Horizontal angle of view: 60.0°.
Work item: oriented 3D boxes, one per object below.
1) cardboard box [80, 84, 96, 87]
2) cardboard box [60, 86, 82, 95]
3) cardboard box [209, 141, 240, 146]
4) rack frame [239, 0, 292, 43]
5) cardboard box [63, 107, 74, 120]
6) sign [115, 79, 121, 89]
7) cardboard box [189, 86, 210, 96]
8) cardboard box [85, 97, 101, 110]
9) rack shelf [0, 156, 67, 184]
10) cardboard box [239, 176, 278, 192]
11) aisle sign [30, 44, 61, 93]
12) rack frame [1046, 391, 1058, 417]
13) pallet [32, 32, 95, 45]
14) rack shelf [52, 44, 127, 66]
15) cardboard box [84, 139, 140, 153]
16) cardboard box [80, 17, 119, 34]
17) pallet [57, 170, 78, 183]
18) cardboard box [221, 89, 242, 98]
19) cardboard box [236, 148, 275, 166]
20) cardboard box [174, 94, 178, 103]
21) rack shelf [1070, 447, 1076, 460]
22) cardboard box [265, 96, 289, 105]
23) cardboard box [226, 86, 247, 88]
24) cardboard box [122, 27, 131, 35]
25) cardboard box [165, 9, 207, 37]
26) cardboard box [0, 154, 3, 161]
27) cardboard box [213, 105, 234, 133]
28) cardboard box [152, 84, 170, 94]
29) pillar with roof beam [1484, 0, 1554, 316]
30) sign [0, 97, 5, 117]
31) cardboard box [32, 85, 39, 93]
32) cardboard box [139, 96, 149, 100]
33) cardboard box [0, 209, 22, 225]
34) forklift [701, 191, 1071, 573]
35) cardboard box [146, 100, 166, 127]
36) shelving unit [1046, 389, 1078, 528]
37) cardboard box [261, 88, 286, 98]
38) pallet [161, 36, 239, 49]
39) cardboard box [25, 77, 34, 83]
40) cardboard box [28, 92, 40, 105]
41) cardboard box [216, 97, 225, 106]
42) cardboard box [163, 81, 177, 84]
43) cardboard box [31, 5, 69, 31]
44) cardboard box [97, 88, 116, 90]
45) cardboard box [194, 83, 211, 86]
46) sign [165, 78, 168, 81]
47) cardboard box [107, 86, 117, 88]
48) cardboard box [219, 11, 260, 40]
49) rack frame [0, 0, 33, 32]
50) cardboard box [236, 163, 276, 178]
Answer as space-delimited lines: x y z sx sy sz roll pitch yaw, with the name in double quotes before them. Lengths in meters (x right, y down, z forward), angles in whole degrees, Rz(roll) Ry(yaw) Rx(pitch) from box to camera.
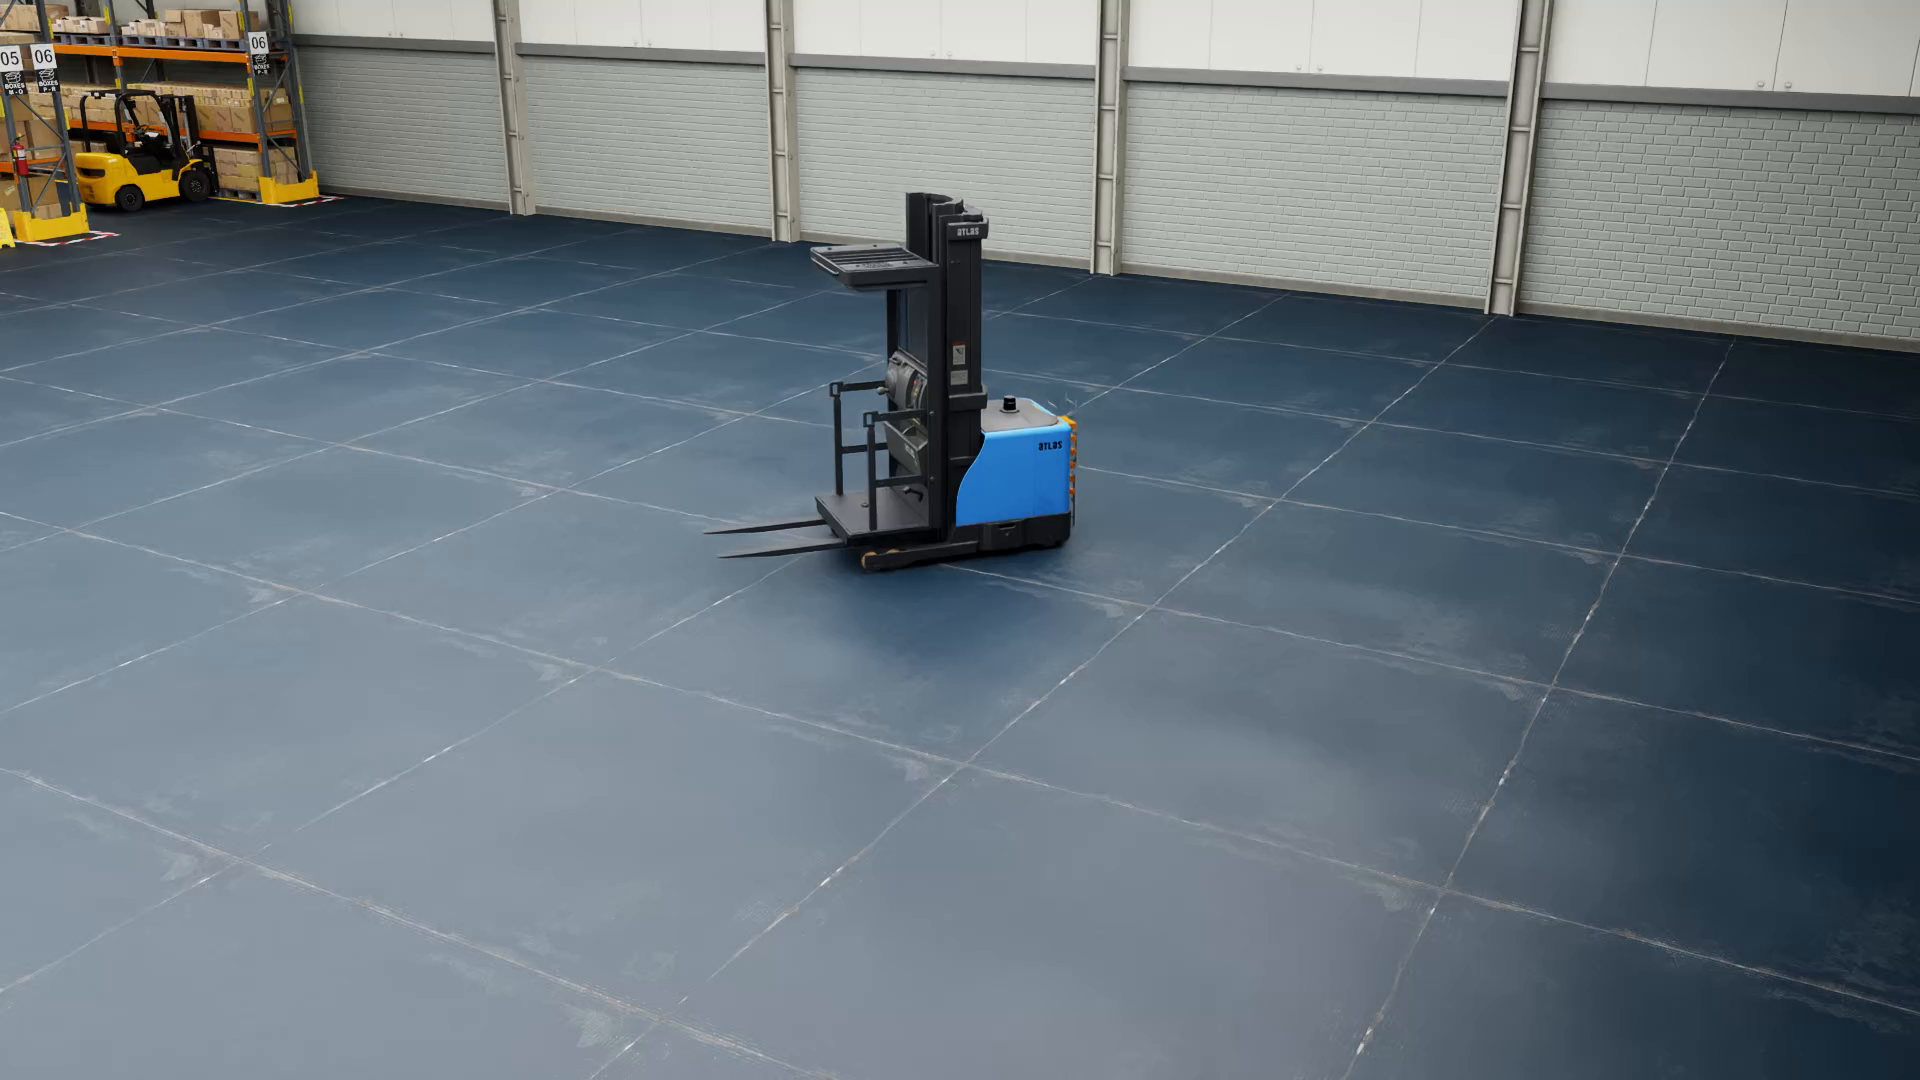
"cardboard box" -18.537 -9.605 35.347 0.250 0.149 0.380 12 23 29
"cardboard box" -18.583 -9.398 34.778 0.250 0.149 0.380 10 22 26
"cardboard box" -14.926 -7.933 33.785 0.500 0.250 0.500 10 22 26
"rack frame" -13.285 -10.986 31.455 0.127 3.000 1.000 11 23 27
"cardboard box" -18.659 -9.024 35.063 0.500 0.250 0.500 12 23 29
"sign" -17.033 -9.175 33.678 0.005 0.325 0.100 11 23 27
"cardboard box" -15.043 -8.908 32.989 0.250 0.149 0.380 11 23 28
"cardboard box" -17.783 -9.085 34.497 0.500 0.250 0.500 10 22 26
"rack shelf" -17.449 -6.682 29.442 4.000 0.370 1.077 11 23 27
"cardboard box" -13.849 -7.055 32.831 0.500 0.250 0.500 11 23 28
"aisle sign" -15.497 -7.992 28.185 0.004 0.787 0.394 11 23 27
"rack frame" 0.792 -0.687 14.500 0.006 1.200 0.240 -7 21 -19
"pallet" -18.655 -10.546 34.918 1.213 0.211 1.003 12 23 30
"rack shelf" -18.523 -10.236 34.840 4.000 0.370 1.077 11 23 27
"cardboard box" -17.912 -8.127 35.237 0.625 0.625 0.875 11 22 27
"cardboard box" -17.528 -10.492 33.859 0.500 0.311 0.500 10 22 26
"pallet" -18.509 -7.834 35.651 1.213 0.211 1.003 11 23 27
"cardboard box" -14.173 -8.722 32.476 0.250 0.149 0.380 11 23 28
"cardboard box" -13.839 -7.524 32.660 0.500 0.250 0.500 12 23 29
"cardboard box" -15.524 -8.830 33.212 0.250 0.149 0.380 10 22 26
"rack shelf" 0.878 -0.769 14.503 0.180 0.103 0.258 -7 21 -19
"cardboard box" -13.455 -8.651 32.719 0.250 0.149 0.380 10 22 26
"cardboard box" -14.375 -8.952 33.112 0.250 0.149 0.380 12 23 29
"cardboard box" -16.534 -10.202 33.299 0.250 0.149 0.380 11 23 28
"cardboard box" -15.128 -10.179 32.714 0.637 0.503 0.797 12 23 29
"cardboard box" -16.409 -6.577 28.466 0.250 0.149 0.380 10 22 27
"cardboard box" -14.291 -8.306 32.716 0.500 0.500 0.500 12 23 29
"cardboard box" -15.970 -9.052 33.386 0.250 0.149 0.380 11 23 28
"pillar with roof beam" 5.400 -6.097 17.978 0.400 9.000 9.100 11 23 27
"sign" -15.991 -7.219 27.705 0.005 0.325 0.100 11 23 27
"cardboard box" -19.430 -9.589 35.302 0.250 0.149 0.380 11 23 28
"cardboard box" -16.400 -9.009 33.704 0.250 0.149 0.380 11 23 29
"cardboard box" -16.560 -5.651 28.961 0.500 0.250 0.500 11 23 27
"forklift" -0.629 -1.314 13.689 3.031 2.935 1.130 -7 21 -19
"cardboard box" -16.054 -8.645 33.652 0.500 0.500 0.500 11 23 28
"shelving unit" 0.878 -0.698 14.529 0.189 1.200 0.258 -7 21 -19
"cardboard box" -13.474 -8.777 32.629 0.250 0.149 0.380 10 22 26
"pallet" -14.959 -9.862 32.885 1.213 0.211 1.003 11 23 27
"cardboard box" -20.642 -9.873 36.421 0.500 0.500 0.500 12 23 30
"cardboard box" -19.565 -9.431 35.451 0.500 0.250 0.500 12 23 29
"cardboard box" -14.370 -8.632 32.664 0.250 0.149 0.380 11 22 27
"cardboard box" -16.152 -9.306 34.086 0.250 0.149 0.380 10 22 26
"cardboard box" -18.867 -10.836 34.530 0.500 0.500 0.500 11 23 29
"cardboard box" -17.606 -9.268 34.417 0.250 0.149 0.380 11 23 27
"cardboard box" -15.249 -9.137 33.621 0.250 0.149 0.380 11 22 27
"sign" -16.508 -9.441 34.607 0.005 0.325 0.100 11 23 27
"cardboard box" -17.639 -9.444 34.903 0.250 0.149 0.380 11 22 27
"cardboard box" -13.790 -9.868 31.864 0.500 0.500 0.500 12 23 29
"rack frame" -20.269 -12.316 35.122 0.127 3.000 1.000 11 23 27
"cardboard box" -13.863 -7.294 32.756 0.500 0.250 0.500 10 22 27
